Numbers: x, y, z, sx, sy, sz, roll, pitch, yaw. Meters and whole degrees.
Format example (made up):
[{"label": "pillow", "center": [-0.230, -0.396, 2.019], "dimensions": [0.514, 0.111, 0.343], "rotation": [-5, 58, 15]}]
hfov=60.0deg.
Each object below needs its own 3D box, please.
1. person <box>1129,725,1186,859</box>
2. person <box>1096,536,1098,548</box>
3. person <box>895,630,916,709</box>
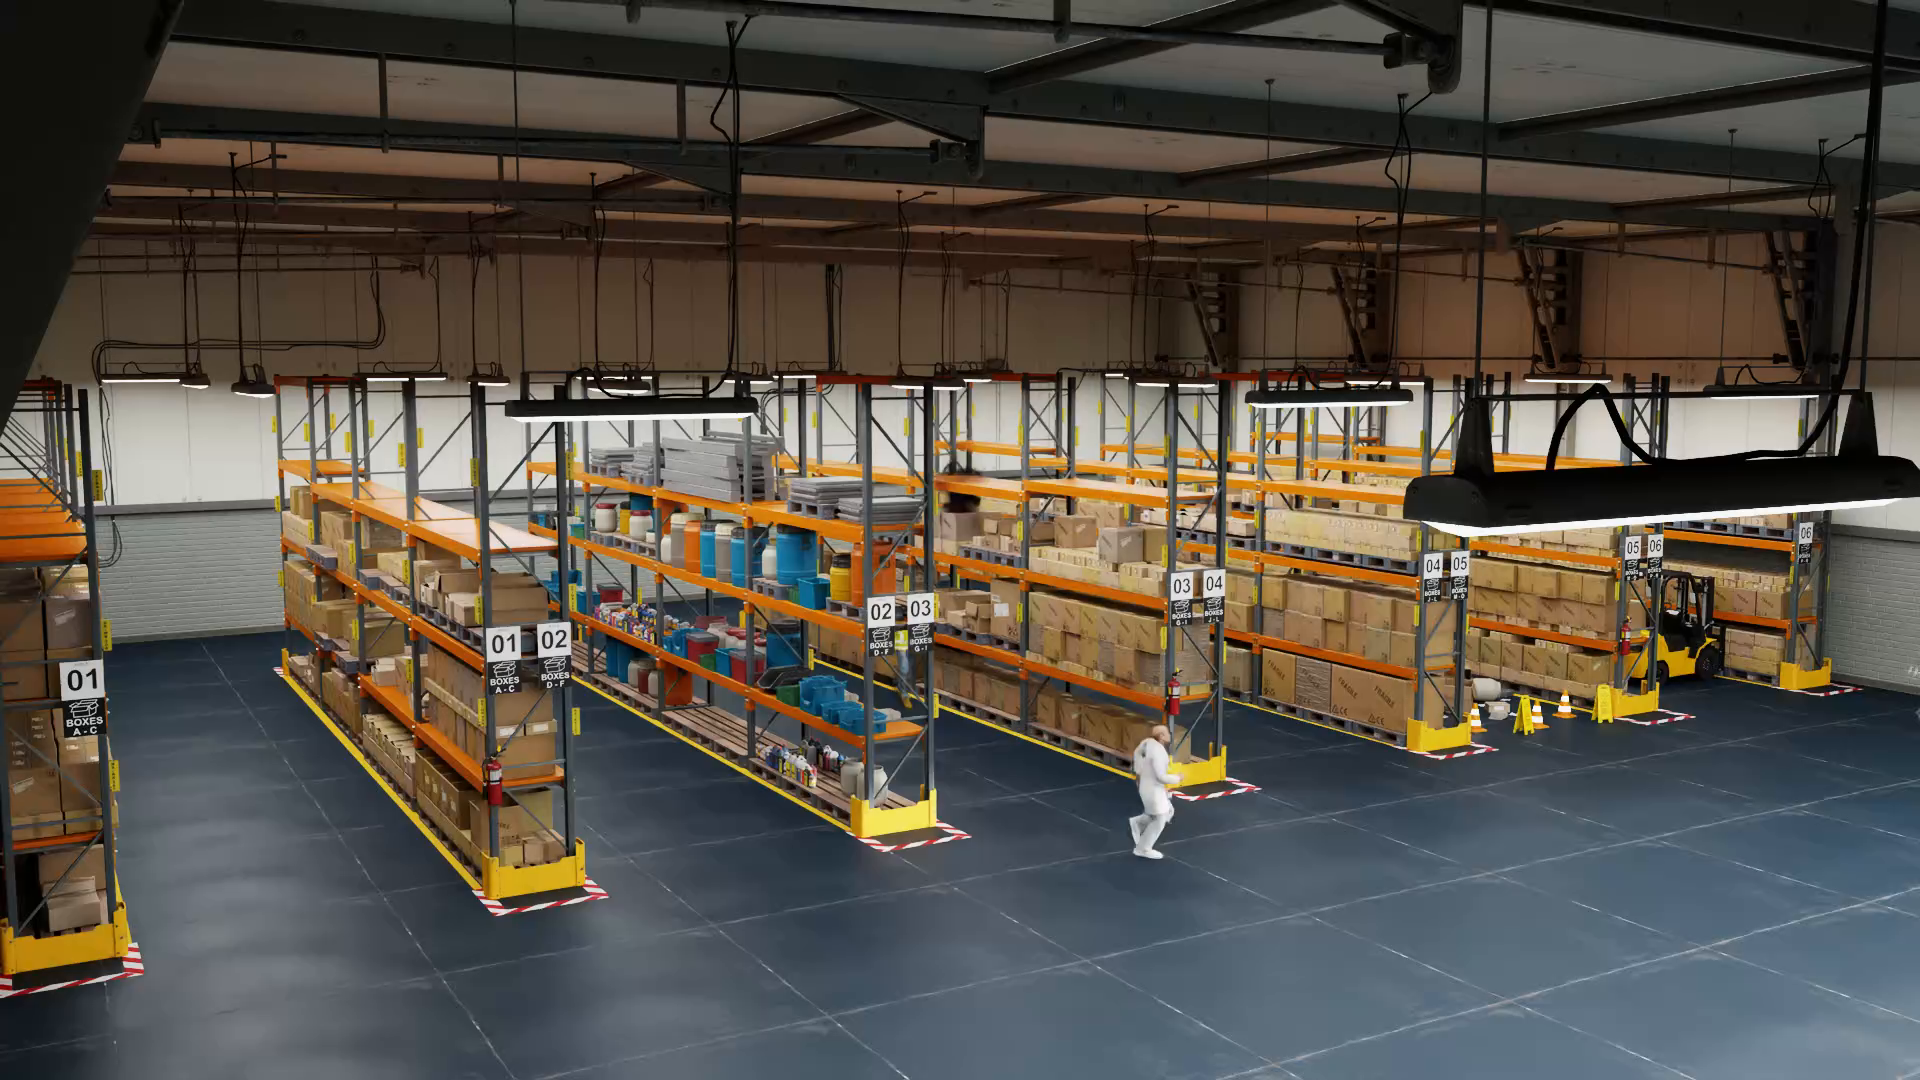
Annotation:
[{"label": "person", "center": [2.503, 3.181, 21.068], "dimensions": [0.703, 1.729, 0.763], "rotation": [0, 6, -3]}, {"label": "person", "center": [3.644, 0.554, 44.723], "dimensions": [0.899, 1.756, 0.724], "rotation": [1, 6, 6]}, {"label": "person", "center": [-0.941, 1.984, 29.156], "dimensions": [0.674, 1.870, 0.746], "rotation": [-4, 7, -33]}]
